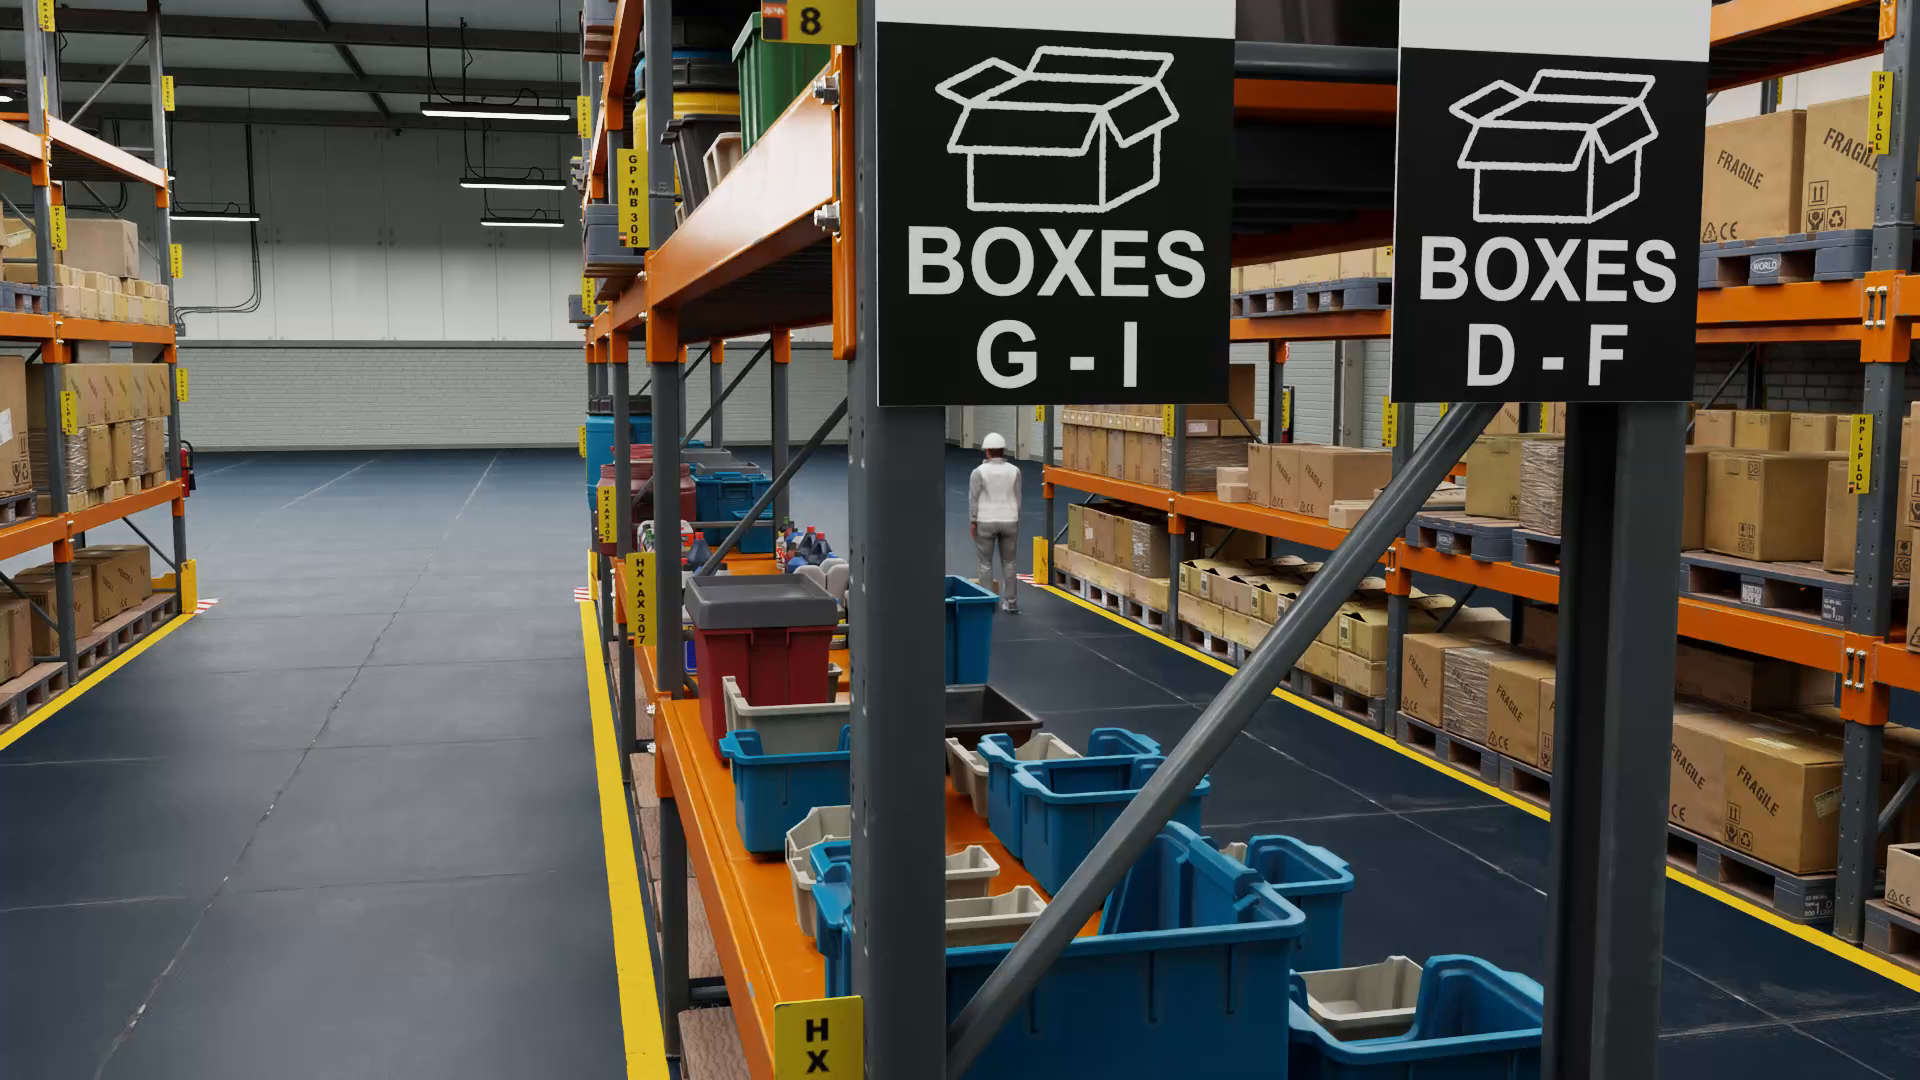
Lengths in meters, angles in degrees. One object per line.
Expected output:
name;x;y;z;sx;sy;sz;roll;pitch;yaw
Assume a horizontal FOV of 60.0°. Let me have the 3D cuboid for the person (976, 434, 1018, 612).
person;0.360;-0.167;16.446;0.445;1.764;0.357;-1;6;-13
